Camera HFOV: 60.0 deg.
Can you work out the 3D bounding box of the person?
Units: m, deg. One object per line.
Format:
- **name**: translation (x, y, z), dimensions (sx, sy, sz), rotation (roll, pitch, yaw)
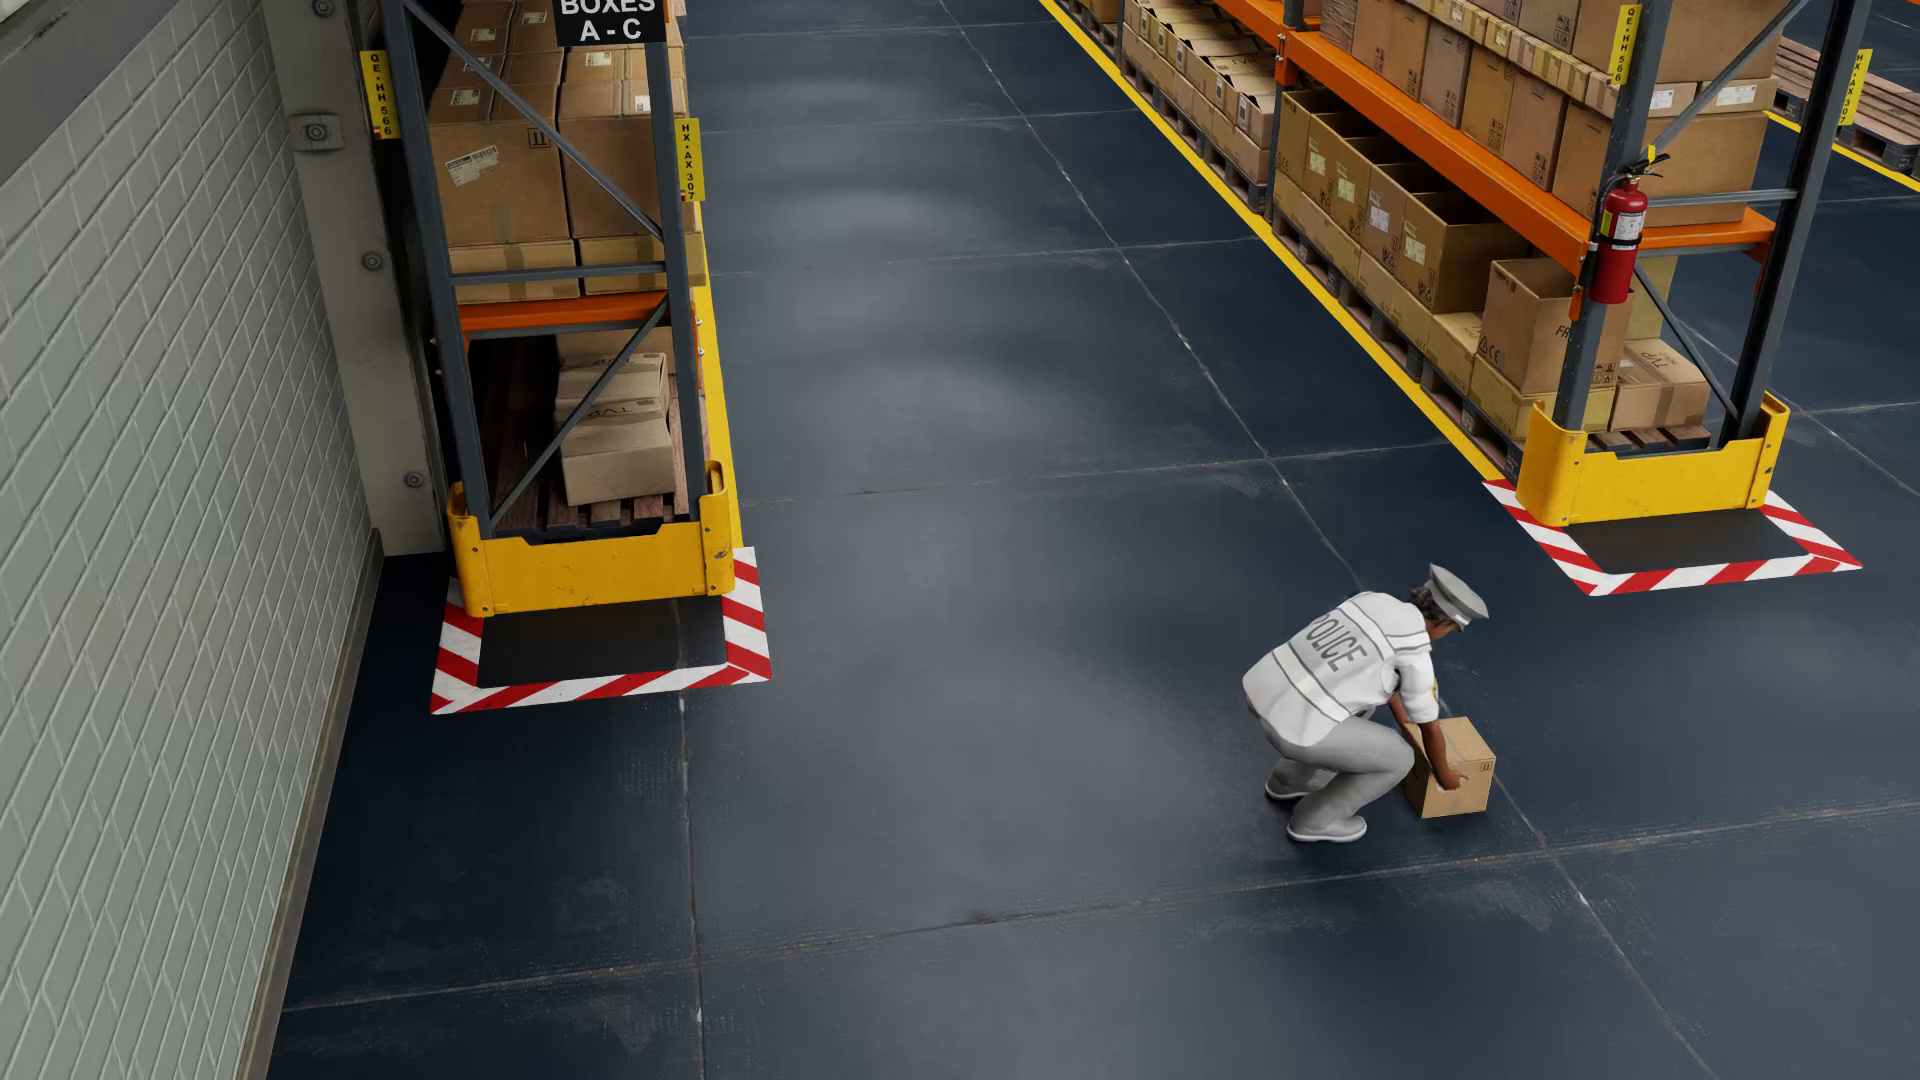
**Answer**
- **person**: translation (1.420, 0.569, 5.886), dimensions (0.861, 0.947, 0.484), rotation (-5, 31, -9)
